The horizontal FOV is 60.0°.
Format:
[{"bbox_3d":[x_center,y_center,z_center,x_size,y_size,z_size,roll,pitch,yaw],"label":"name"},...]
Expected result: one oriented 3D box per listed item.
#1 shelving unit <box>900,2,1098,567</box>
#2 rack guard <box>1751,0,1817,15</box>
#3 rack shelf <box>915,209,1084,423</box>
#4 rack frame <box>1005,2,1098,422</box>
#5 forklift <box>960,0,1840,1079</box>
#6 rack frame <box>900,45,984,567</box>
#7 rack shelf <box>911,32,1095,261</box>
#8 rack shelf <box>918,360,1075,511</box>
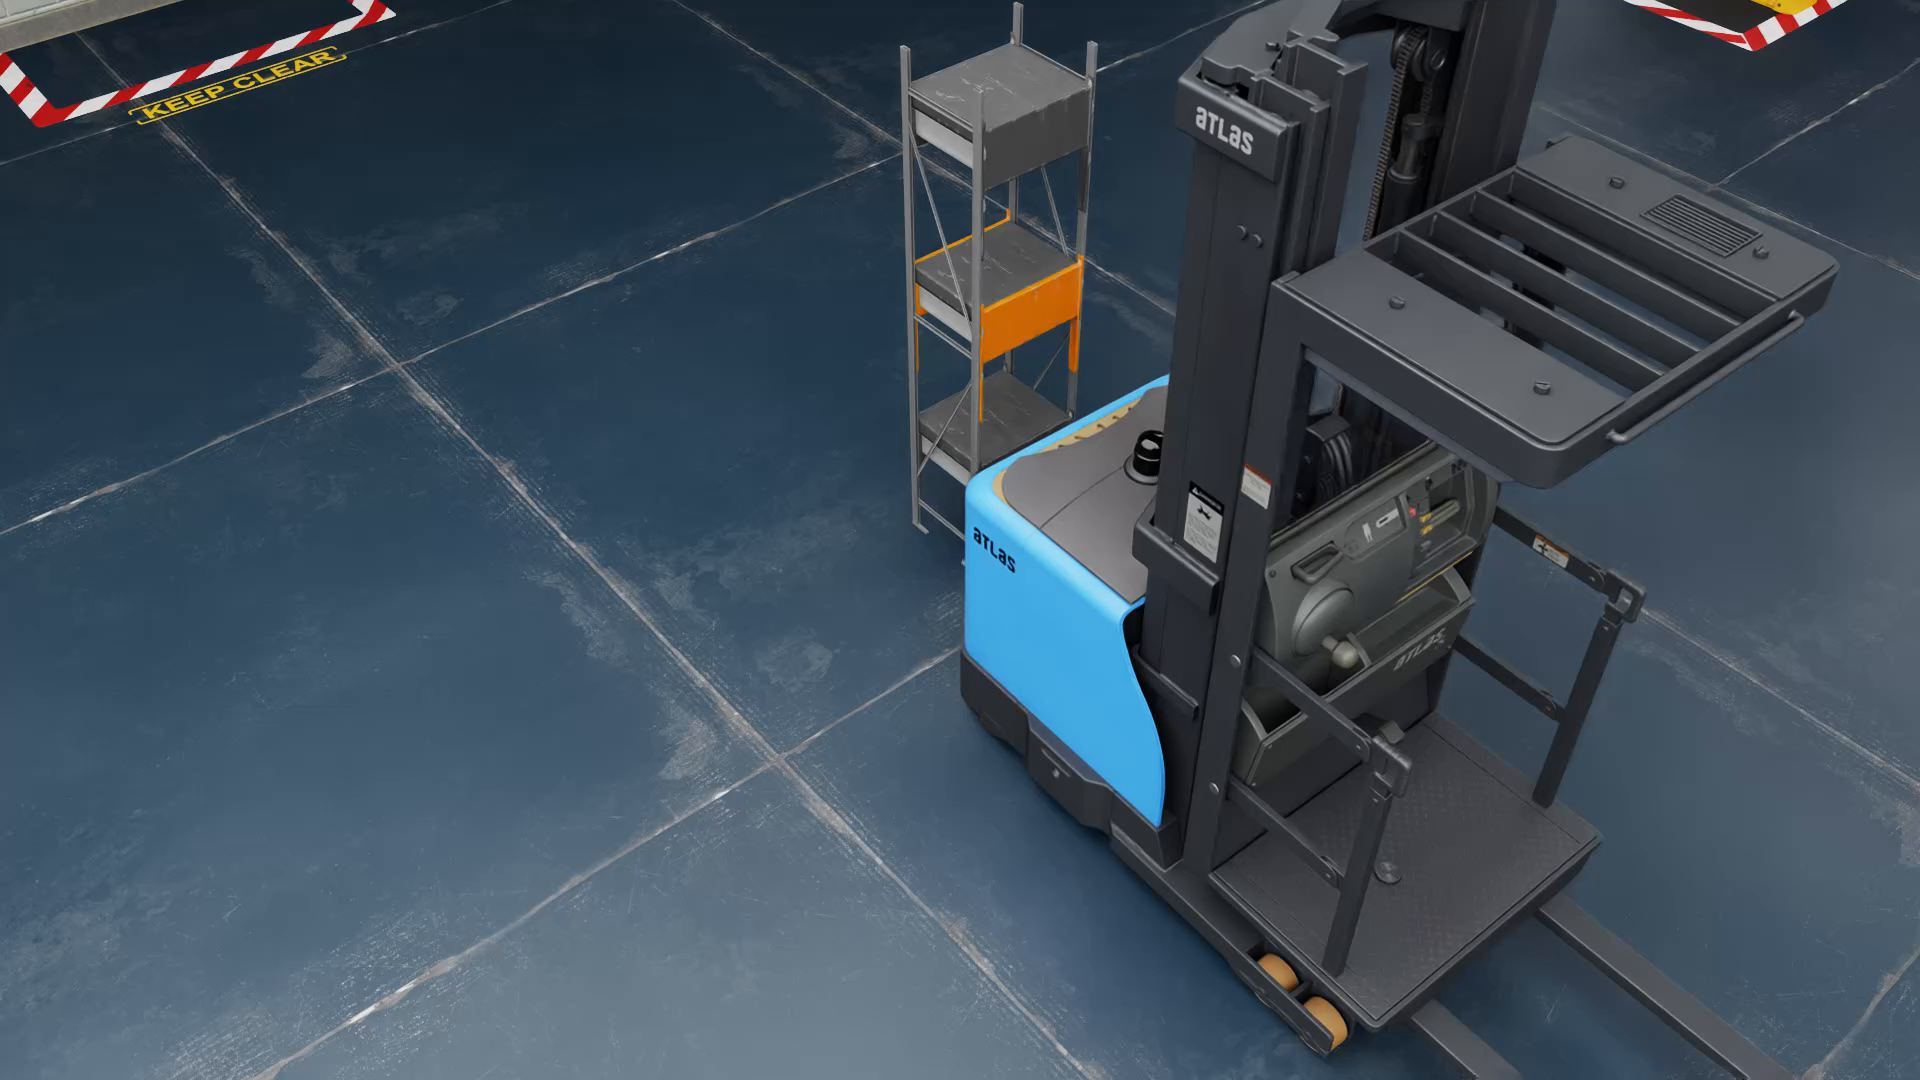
[{"bbox_3d":[0.127,-0.838,6.109,0.503,2.100,0.431,-30,51,-28],"label":"shelving unit"},{"bbox_3d":[4.832,-3.758,10.387,0.348,0.500,1.175,-30,51,-28],"label":"rack guard"},{"bbox_3d":[0.127,-0.828,6.118,0.480,0.518,0.431,-30,51,-28],"label":"rack shelf"},{"bbox_3d":[0.314,-0.945,6.223,0.015,2.100,0.400,-30,51,-28],"label":"rack frame"},{"bbox_3d":[1.312,0.102,4.500,1.130,2.935,3.031,-29,50,-27],"label":"forklift"},{"bbox_3d":[-0.060,-0.731,5.994,0.015,2.100,0.400,-30,51,-28],"label":"rack frame"},{"bbox_3d":[0.127,-1.338,5.639,0.480,0.518,0.431,-30,51,-28],"label":"rack shelf"},{"bbox_3d":[0.127,-0.318,6.597,0.480,0.518,0.431,-30,51,-28],"label":"rack shelf"}]
